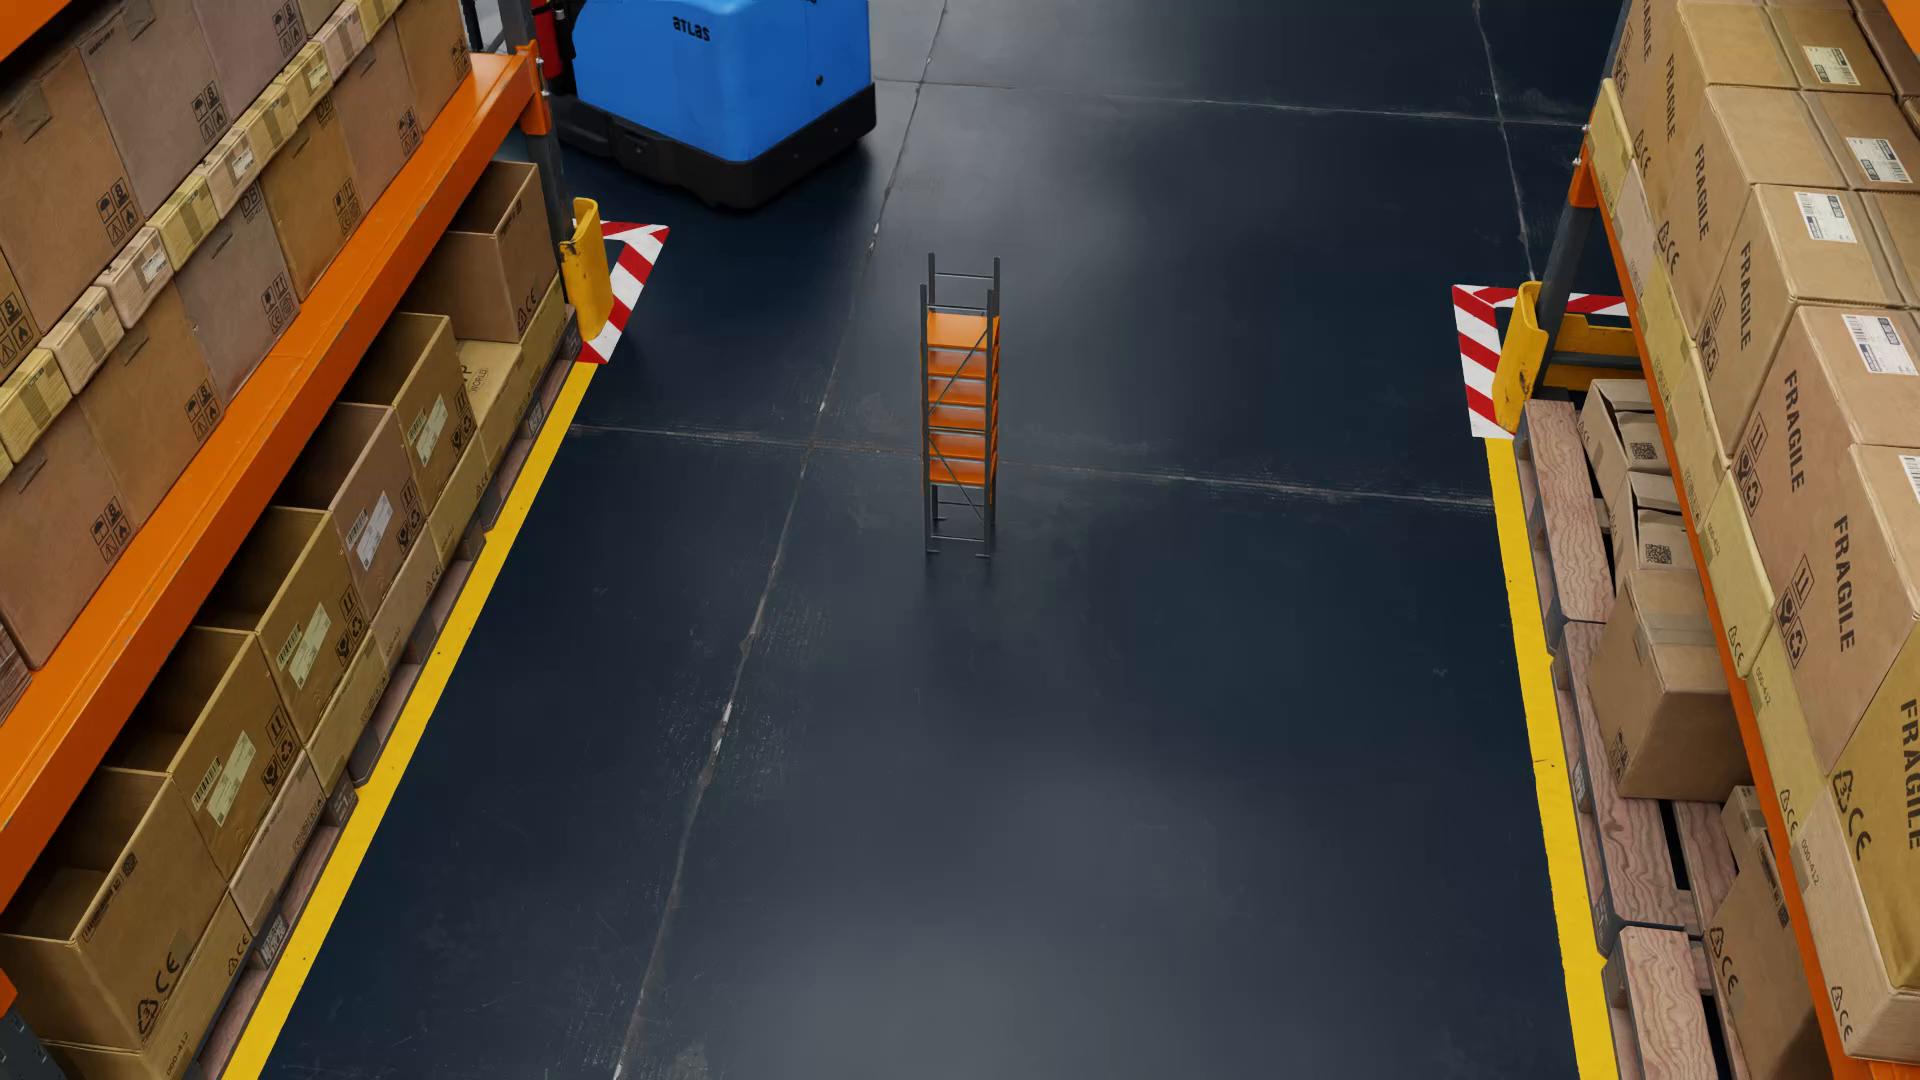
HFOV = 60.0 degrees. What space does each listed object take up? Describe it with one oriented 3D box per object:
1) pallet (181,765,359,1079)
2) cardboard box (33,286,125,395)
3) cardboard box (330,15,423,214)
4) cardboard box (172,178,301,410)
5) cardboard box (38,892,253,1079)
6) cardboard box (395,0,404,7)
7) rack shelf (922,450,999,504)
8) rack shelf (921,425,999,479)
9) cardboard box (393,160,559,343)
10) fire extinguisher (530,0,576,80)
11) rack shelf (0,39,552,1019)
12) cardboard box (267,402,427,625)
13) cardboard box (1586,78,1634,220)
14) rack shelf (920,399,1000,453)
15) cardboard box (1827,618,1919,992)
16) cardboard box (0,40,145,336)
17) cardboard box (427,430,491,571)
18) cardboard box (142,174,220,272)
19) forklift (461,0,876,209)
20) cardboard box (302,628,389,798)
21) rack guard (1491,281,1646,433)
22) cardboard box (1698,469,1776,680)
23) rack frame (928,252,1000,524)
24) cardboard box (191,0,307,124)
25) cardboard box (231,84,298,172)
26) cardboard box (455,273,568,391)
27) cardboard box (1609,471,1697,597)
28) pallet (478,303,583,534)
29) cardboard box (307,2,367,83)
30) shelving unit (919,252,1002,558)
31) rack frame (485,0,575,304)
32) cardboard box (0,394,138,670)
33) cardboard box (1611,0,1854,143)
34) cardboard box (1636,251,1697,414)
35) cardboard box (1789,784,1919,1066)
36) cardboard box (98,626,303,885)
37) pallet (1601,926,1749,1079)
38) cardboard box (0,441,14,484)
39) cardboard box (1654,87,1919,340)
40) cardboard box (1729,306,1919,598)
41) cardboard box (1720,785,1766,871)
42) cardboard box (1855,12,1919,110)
[{"bbox_3d":[-2.508,1.111,4.923,1.003,0.211,1.213,5,44,6],"label":"pallet"},{"bbox_3d":[-2.293,-0.497,4.049,0.380,0.149,0.250,4,44,4],"label":"cardboard box"},{"bbox_3d":[-2.265,-1.450,5.527,0.700,0.500,0.500,6,44,7],"label":"cardboard box"},{"bbox_3d":[-2.402,-0.753,4.791,0.700,0.500,0.500,6,44,7],"label":"cardboard box"},{"bbox_3d":[-2.293,1.194,4.502,0.500,0.250,0.500,5,44,6],"label":"cardboard box"},{"bbox_3d":[-2.021,-1.905,5.536,0.380,0.149,0.250,6,44,7],"label":"cardboard box"},{"bbox_3d":[0.002,-0.239,6.043,0.258,0.103,0.180,5,44,6],"label":"rack shelf"},{"bbox_3d":[0.002,-0.326,5.961,0.258,0.103,0.180,5,44,6],"label":"rack shelf"},{"bbox_3d":[-1.902,-1.123,6.404,0.500,0.500,0.500,5,44,6],"label":"cardboard box"},{"bbox_3d":[-1.650,-2.100,6.342,0.296,0.674,0.183,5,44,6],"label":"fire extinguisher"},{"bbox_3d":[-2.390,-0.465,5.083,1.077,0.370,4.000,5,44,6],"label":"rack shelf"},{"bbox_3d":[-2.087,-0.100,5.323,0.500,0.500,0.500,5,44,6],"label":"cardboard box"},{"bbox_3d":[2.406,-1.291,5.526,0.500,0.250,0.500,4,44,4],"label":"cardboard box"},{"bbox_3d":[0.002,-0.413,5.878,0.258,0.103,0.180,5,44,6],"label":"rack shelf"},{"bbox_3d":[2.012,0.509,3.080,0.500,0.500,0.500,5,44,5],"label":"cardboard box"},{"bbox_3d":[-2.470,-0.859,3.960,0.700,0.500,0.500,5,44,5],"label":"cardboard box"},{"bbox_3d":[-2.022,-0.168,5.940,0.500,0.250,0.500,5,44,6],"label":"cardboard box"},{"bbox_3d":[-2.226,-0.857,4.429,0.380,0.149,0.250,5,44,5],"label":"cardboard box"},{"bbox_3d":[-1.913,-3.437,7.748,3.031,2.935,1.130,27,49,25],"label":"forklift"},{"bbox_3d":[-2.150,0.514,5.220,0.500,0.250,0.500,5,44,6],"label":"cardboard box"},{"bbox_3d":[2.775,-0.682,6.607,1.175,0.500,0.348,5,44,6],"label":"rack guard"},{"bbox_3d":[2.144,0.098,4.059,0.500,0.250,0.500,5,44,5],"label":"cardboard box"},{"bbox_3d":[0.014,-0.508,5.914,0.240,1.200,0.006,5,44,6],"label":"rack frame"},{"bbox_3d":[-2.337,-1.541,4.680,0.700,0.500,0.500,5,44,6],"label":"cardboard box"},{"bbox_3d":[-2.157,-1.201,4.792,0.380,0.149,0.250,6,44,7],"label":"cardboard box"},{"bbox_3d":[-1.904,-0.851,6.662,0.500,0.250,0.500,5,44,6],"label":"cardboard box"},{"bbox_3d":[2.529,0.027,5.676,0.500,0.311,0.500,9,44,9],"label":"cardboard box"},{"bbox_3d":[-2.185,-0.552,6.679,1.003,0.211,1.213,5,44,6],"label":"pallet"},{"bbox_3d":[-2.090,-1.559,5.171,0.380,0.149,0.250,6,44,6],"label":"cardboard box"},{"bbox_3d":[0.002,-0.446,5.848,0.258,1.200,0.189,5,44,6],"label":"shelving unit"},{"bbox_3d":[-2.126,-2.089,6.275,1.000,3.000,0.127,5,44,6],"label":"rack frame"},{"bbox_3d":[-2.539,-0.063,4.062,0.700,0.500,0.500,5,44,5],"label":"cardboard box"},{"bbox_3d":[2.424,-1.569,5.274,0.500,0.500,0.500,5,44,6],"label":"cardboard box"},{"bbox_3d":[2.278,-0.589,4.785,0.500,0.250,0.500,5,44,5],"label":"cardboard box"},{"bbox_3d":[2.018,0.781,3.338,0.500,0.250,0.500,5,44,6],"label":"cardboard box"},{"bbox_3d":[-2.225,0.581,4.603,0.500,0.500,0.500,5,44,6],"label":"cardboard box"},{"bbox_3d":[2.310,1.636,4.369,1.003,0.211,1.213,5,44,6],"label":"pallet"},{"bbox_3d":[-2.362,-0.148,3.680,0.380,0.149,0.250,4,44,4],"label":"cardboard box"},{"bbox_3d":[2.274,-0.881,4.548,0.500,0.500,0.500,4,44,4],"label":"cardboard box"},{"bbox_3d":[2.150,-0.174,3.801,0.500,0.500,0.500,4,44,4],"label":"cardboard box"},{"bbox_3d":[2.487,0.872,4.901,0.380,0.149,0.250,2,43,2],"label":"cardboard box"},{"bbox_3d":[2.857,-1.184,4.868,0.500,0.500,0.500,6,44,6],"label":"cardboard box"}]
